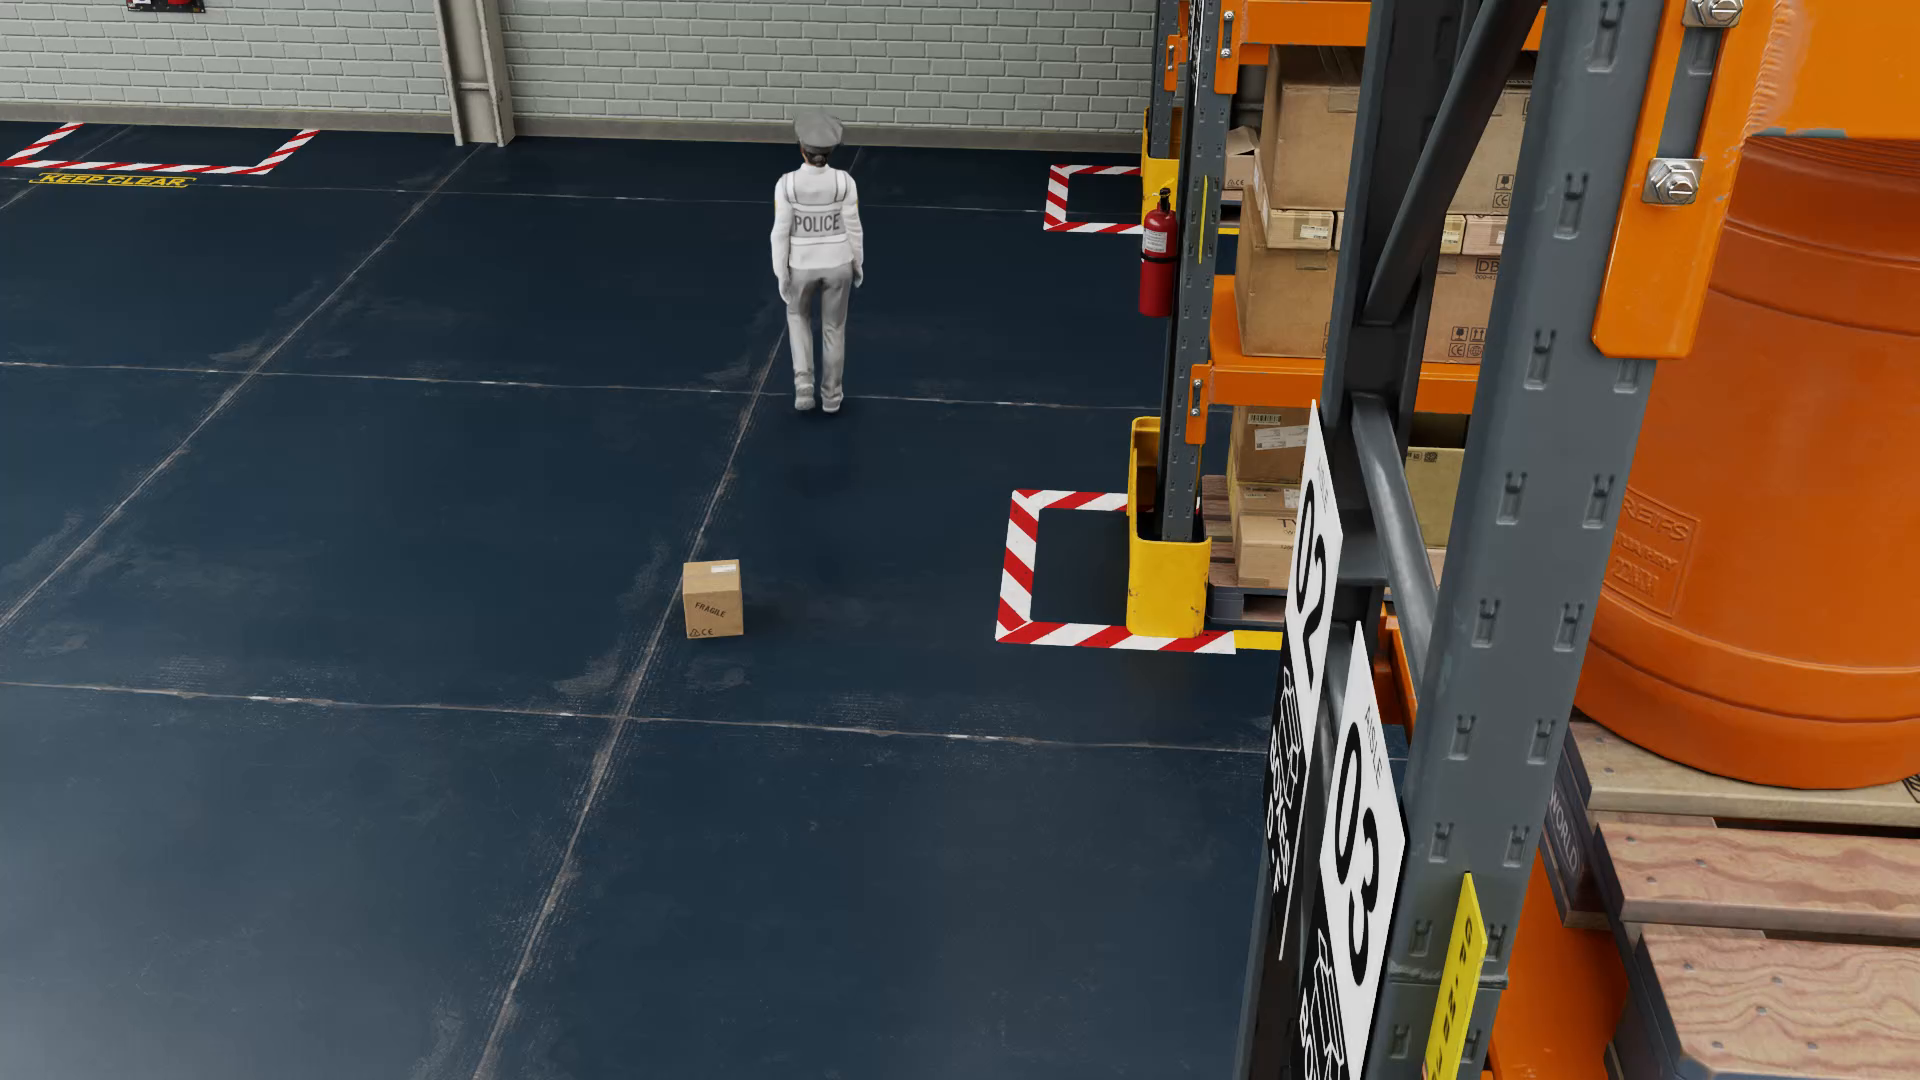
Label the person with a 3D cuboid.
[{"bbox_3d":[-0.760,-1.472,8.911,0.488,1.690,0.435,-3,32,-4],"label":"person"}]
